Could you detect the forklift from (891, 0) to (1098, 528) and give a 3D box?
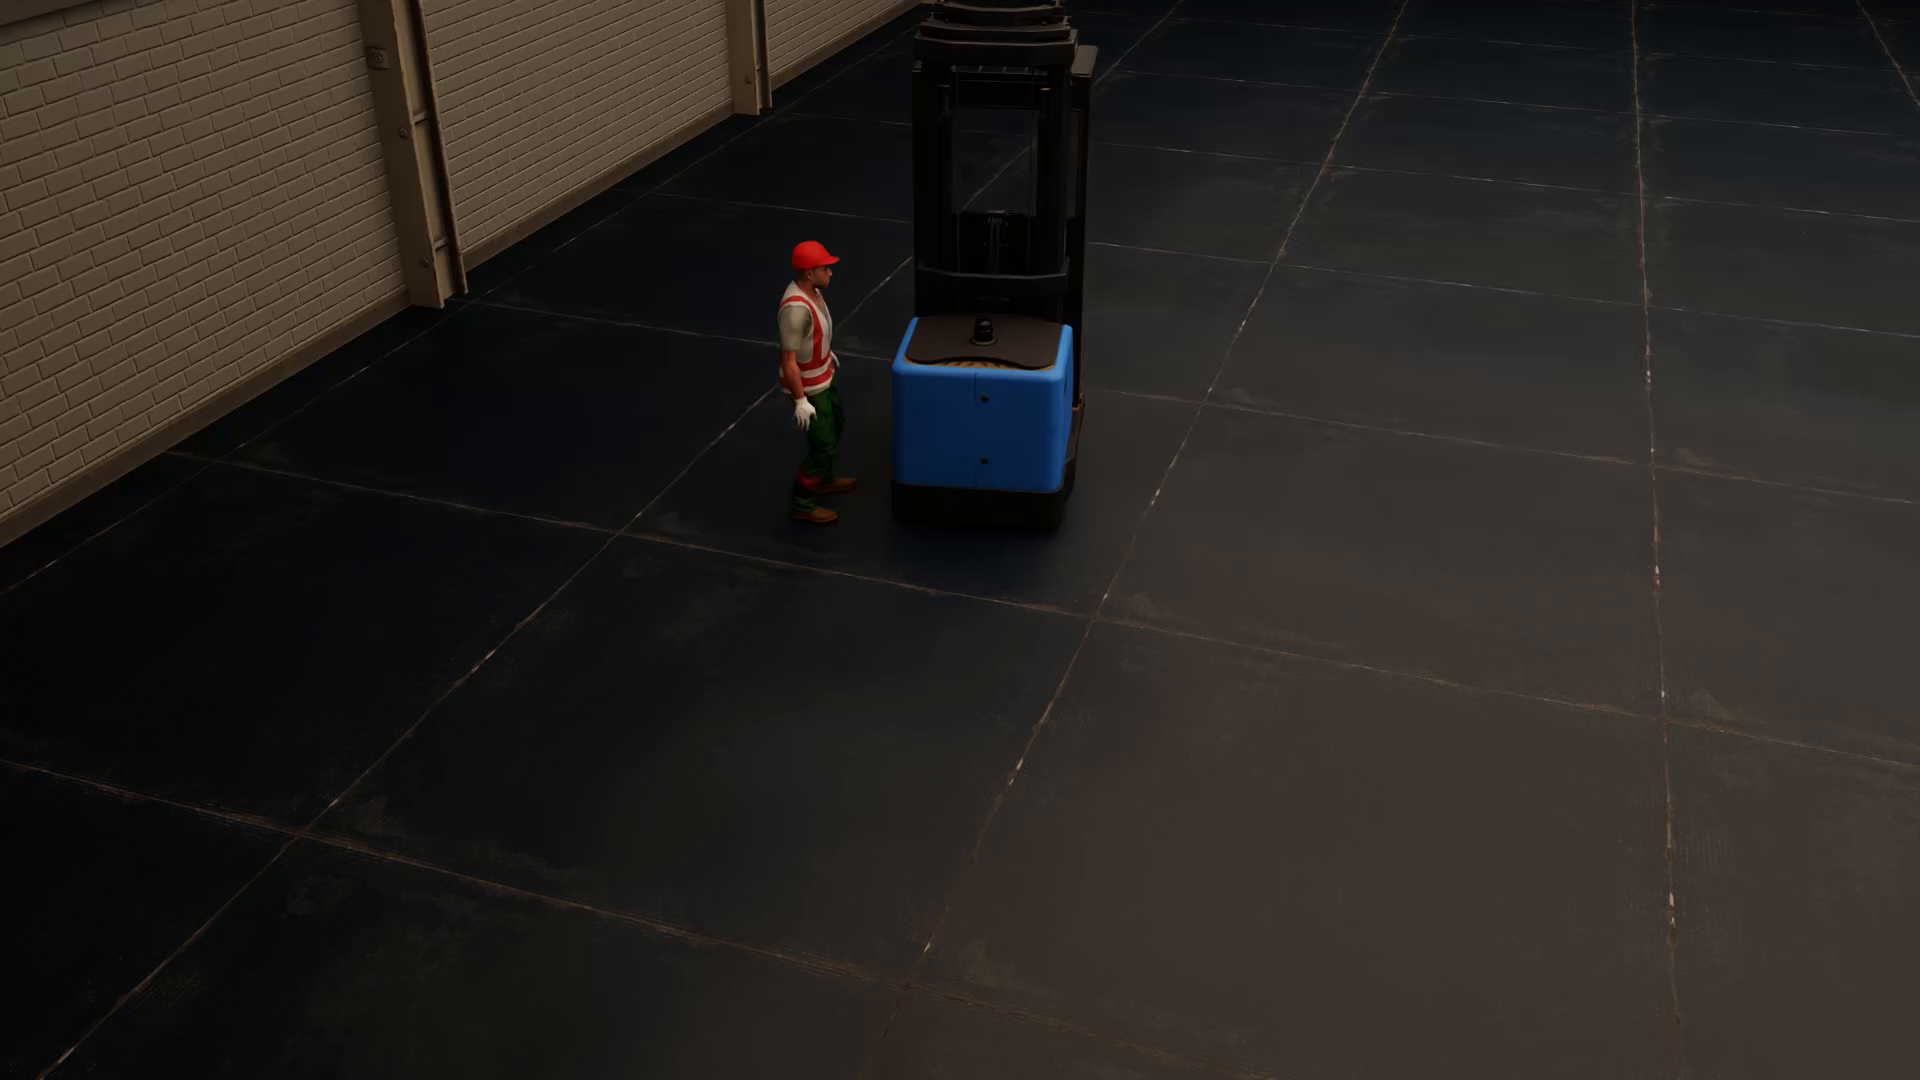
[{"bbox_3d":[0.283,-2.056,10.743,1.130,2.935,3.031,4,30,6],"label":"forklift"}]

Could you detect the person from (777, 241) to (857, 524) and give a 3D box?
[{"bbox_3d":[-0.875,-0.950,9.999,0.398,1.757,0.813,2,30,3],"label":"person"}]
